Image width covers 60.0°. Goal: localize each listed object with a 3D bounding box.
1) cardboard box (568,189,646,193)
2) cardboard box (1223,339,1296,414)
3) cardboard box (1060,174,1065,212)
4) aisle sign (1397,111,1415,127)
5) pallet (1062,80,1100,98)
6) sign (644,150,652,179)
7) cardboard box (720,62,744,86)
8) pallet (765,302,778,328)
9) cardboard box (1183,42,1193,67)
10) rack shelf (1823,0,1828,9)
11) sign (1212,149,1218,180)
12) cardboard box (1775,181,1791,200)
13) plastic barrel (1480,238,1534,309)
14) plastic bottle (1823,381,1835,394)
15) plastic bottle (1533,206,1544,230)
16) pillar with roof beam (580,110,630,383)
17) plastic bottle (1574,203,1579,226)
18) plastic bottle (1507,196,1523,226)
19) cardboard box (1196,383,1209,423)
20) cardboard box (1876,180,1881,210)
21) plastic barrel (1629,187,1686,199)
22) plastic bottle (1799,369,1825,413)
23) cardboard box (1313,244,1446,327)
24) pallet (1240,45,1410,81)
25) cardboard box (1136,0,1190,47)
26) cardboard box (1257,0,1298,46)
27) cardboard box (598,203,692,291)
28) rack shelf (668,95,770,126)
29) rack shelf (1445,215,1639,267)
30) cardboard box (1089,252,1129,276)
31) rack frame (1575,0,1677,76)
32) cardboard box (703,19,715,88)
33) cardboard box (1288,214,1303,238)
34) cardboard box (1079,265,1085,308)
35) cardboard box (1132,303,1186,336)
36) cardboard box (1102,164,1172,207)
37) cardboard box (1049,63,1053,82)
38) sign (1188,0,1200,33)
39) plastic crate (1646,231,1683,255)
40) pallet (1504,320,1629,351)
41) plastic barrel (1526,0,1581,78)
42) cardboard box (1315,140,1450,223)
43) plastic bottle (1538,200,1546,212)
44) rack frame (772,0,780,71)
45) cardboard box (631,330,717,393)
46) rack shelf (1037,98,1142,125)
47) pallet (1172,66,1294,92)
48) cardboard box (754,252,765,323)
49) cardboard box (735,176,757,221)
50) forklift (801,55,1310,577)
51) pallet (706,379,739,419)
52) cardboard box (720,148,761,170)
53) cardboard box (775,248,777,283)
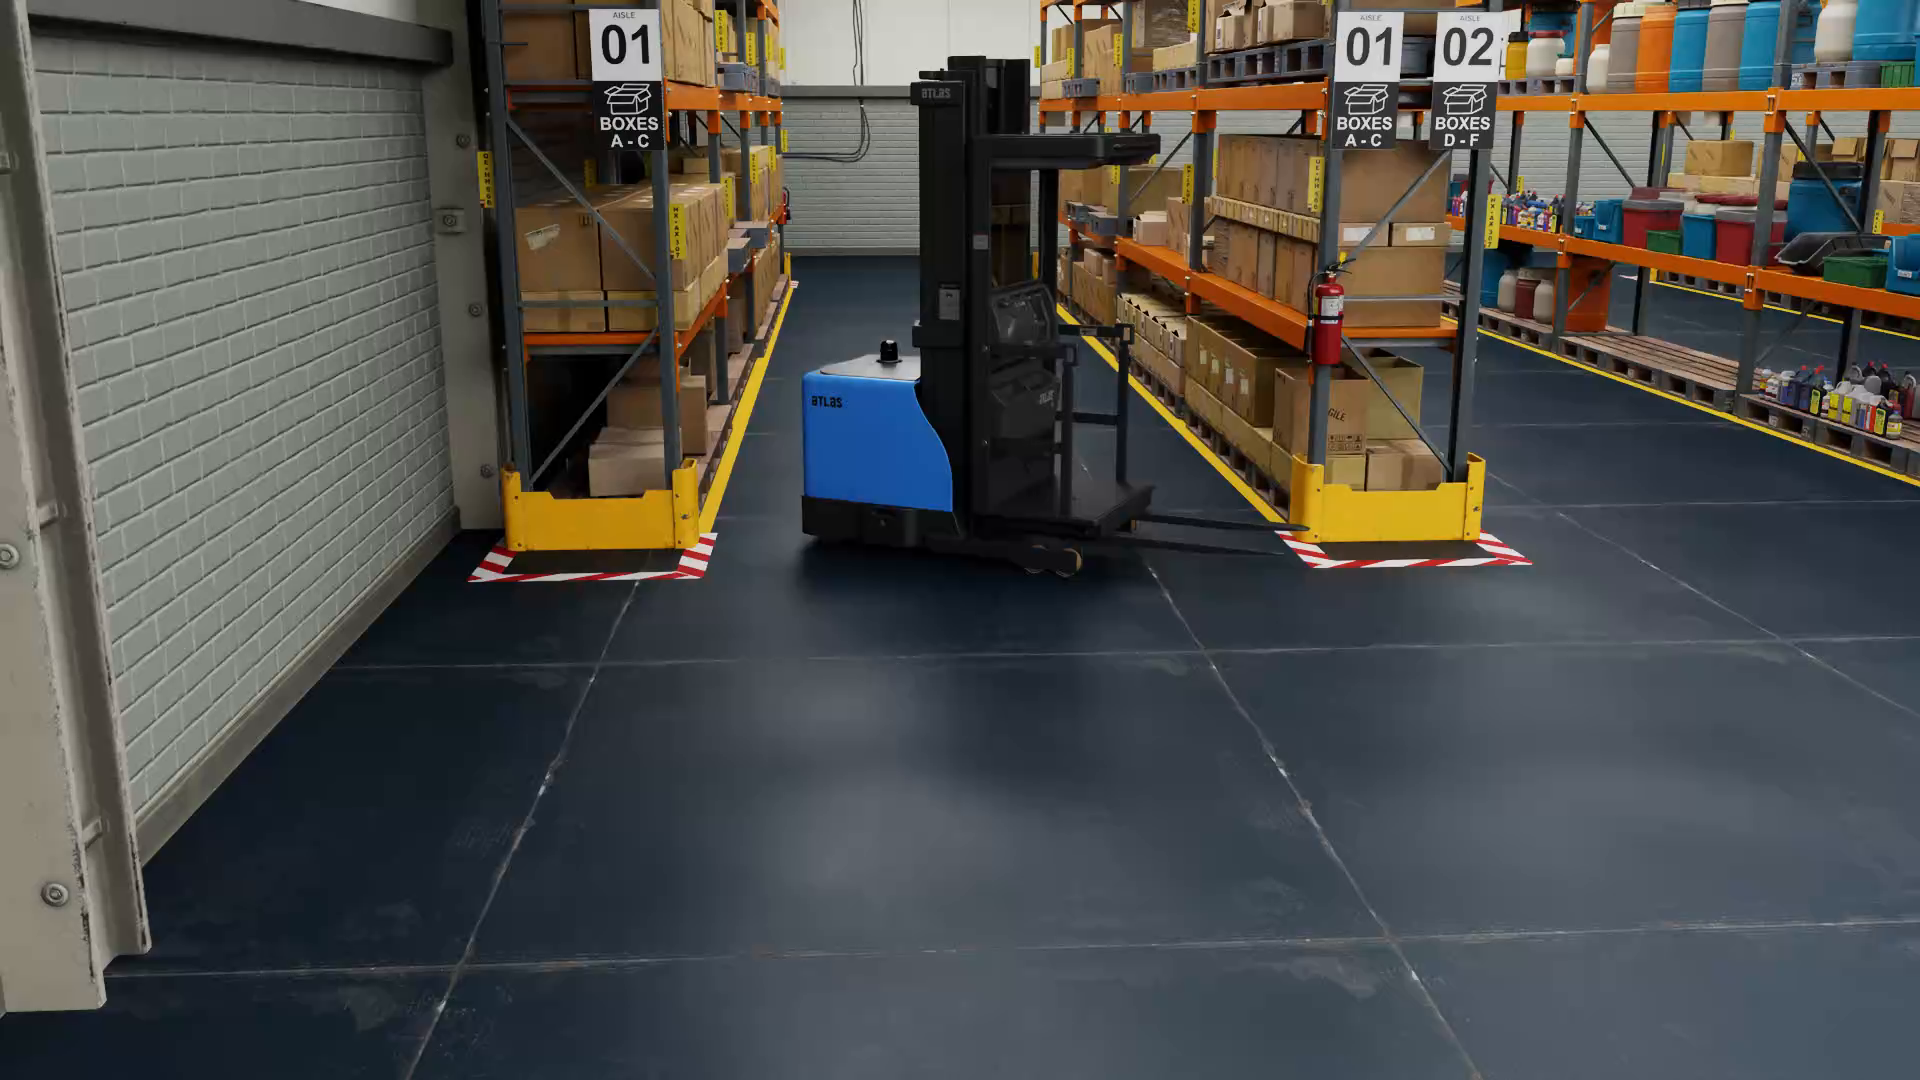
[{"bbox_3d":[-2.605,-2.337,12.347,0.500,0.500,0.500,0,14,-2],"label":"cardboard box"},{"bbox_3d":[2.276,-1.229,12.454,0.500,0.500,0.500,-1,14,-3],"label":"cardboard box"},{"bbox_3d":[1.649,-4.774,22.860,0.500,0.500,0.500,0,14,-2],"label":"cardboard box"},{"bbox_3d":[6.953,-6.829,25.830,0.394,0.787,0.004,-1,14,-3],"label":"aisle sign"},{"bbox_3d":[1.939,-5.675,20.922,1.213,0.211,1.003,-1,14,-3],"label":"pallet"},{"bbox_3d":[-3.281,-3.956,17.559,0.100,0.325,0.005,-1,14,-3],"label":"sign"},{"bbox_3d":[-2.413,-4.649,16.694,0.500,0.311,0.500,-1,14,-3],"label":"cardboard box"},{"bbox_3d":[-2.852,-2.858,21.212,1.003,0.211,1.213,-1,14,-3],"label":"pallet"},{"bbox_3d":[2.407,-4.547,15.618,0.500,0.250,0.500,-2,15,-8],"label":"cardboard box"},{"bbox_3d":[11.980,-6.495,19.956,1.077,0.370,4.000,-1,14,-3],"label":"rack shelf"},{"bbox_3d":[2.771,-4.052,17.932,0.100,0.325,0.005,-1,14,-3],"label":"sign"},{"bbox_3d":[11.567,-4.806,22.890,0.500,0.250,0.500,-1,14,-4],"label":"cardboard box"},{"bbox_3d":[6.974,-3.428,21.198,0.600,0.901,0.708,-1,14,-3],"label":"plastic barrel"},{"bbox_3d":[7.103,-1.165,13.625,0.097,0.271,0.097,0,14,0],"label":"plastic bottle"},{"bbox_3d":[6.695,-3.724,19.239,0.097,0.271,0.097,0,14,0],"label":"plastic bottle"},{"bbox_3d":[0.787,-6.040,15.942,9.100,9.000,0.400,-1,14,-3],"label":"pillar with roof beam"},{"bbox_3d":[7.405,-3.924,20.018,0.097,0.271,0.097,0,14,0],"label":"plastic bottle"},{"bbox_3d":[6.671,-3.952,19.966,0.144,0.351,0.185,-1,14,-3],"label":"plastic bottle"},{"bbox_3d":[2.217,-1.115,13.514,0.500,0.250,0.500,-1,14,-3],"label":"cardboard box"},{"bbox_3d":[11.698,-4.310,21.056,0.500,0.500,0.500,-1,14,-5],"label":"cardboard box"},{"bbox_3d":[7.492,-3.513,17.886,0.600,0.536,0.708,-1,14,-3],"label":"plastic barrel"},{"bbox_3d":[7.056,-1.239,13.755,0.144,0.351,0.185,-1,15,-6],"label":"plastic bottle"},{"bbox_3d":[2.696,-1.657,10.747,0.700,0.500,0.500,-1,14,-3],"label":"cardboard box"},{"bbox_3d":[2.616,-3.383,11.812,1.003,0.211,1.213,-1,14,-3],"label":"pallet"},{"bbox_3d":[2.196,-5.576,17.951,0.500,0.500,0.500,-1,14,-3],"label":"cardboard box"},{"bbox_3d":[2.344,-3.594,11.510,0.500,0.311,0.500,1,14,3],"label":"cardboard box"},{"bbox_3d":[-1.961,-1.839,10.409,0.500,0.500,0.500,-1,14,-3],"label":"cardboard box"},{"bbox_3d":[-2.851,-5.006,19.388,1.077,0.370,4.000,-1,14,-3],"label":"rack shelf"},{"bbox_3d":[7.037,-3.707,20.357,1.077,0.370,4.000,-1,14,-3],"label":"rack shelf"},{"bbox_3d":[1.849,-3.345,20.136,0.500,0.250,0.500,-1,14,-4],"label":"cardboard box"},{"bbox_3d":[7.161,-6.463,17.586,1.000,3.000,0.127,-1,14,-3],"label":"rack frame"},{"bbox_3d":[-2.201,-3.798,13.008,0.500,0.500,0.500,0,14,-2],"label":"cardboard box"},{"bbox_3d":[2.452,-2.138,11.315,0.380,0.149,0.250,-1,14,-3],"label":"cardboard box"},{"bbox_3d":[1.800,-3.223,21.166,0.500,0.500,0.500,-1,14,-3],"label":"cardboard box"},{"bbox_3d":[2.026,-2.233,16.736,0.500,0.311,0.500,-1,14,-5],"label":"cardboard box"},{"bbox_3d":[2.140,-4.290,20.138,0.700,0.500,0.500,-5,15,-18],"label":"cardboard box"},{"bbox_3d":[1.555,-6.713,23.877,0.500,0.250,0.500,-1,14,-3],"label":"cardboard box"},{"bbox_3d":[1.924,-4.332,13.654,0.100,0.325,0.005,-1,14,-3],"label":"sign"},{"bbox_3d":[7.019,-2.889,16.160,0.450,0.188,0.662,-1,14,-3],"label":"plastic crate"},{"bbox_3d":[7.070,-2.403,19.441,1.003,0.211,1.213,-1,14,-3],"label":"pallet"},{"bbox_3d":[7.172,-6.029,20.071,0.600,0.901,0.708,-1,14,-3],"label":"plastic barrel"},{"bbox_3d":[2.693,-2.299,10.636,0.700,0.500,0.500,-1,14,-3],"label":"cardboard box"},{"bbox_3d":[7.213,-4.083,20.634,0.097,0.271,0.097,0,14,0],"label":"plastic bottle"},{"bbox_3d":[-3.223,-8.300,24.725,1.000,3.000,0.127,-1,14,-3],"label":"rack frame"},{"bbox_3d":[-2.541,-1.595,14.840,0.700,0.500,0.500,0,14,-2],"label":"cardboard box"},{"bbox_3d":[1.845,-6.079,23.556,1.077,0.370,4.000,-1,14,-3],"label":"rack shelf"},{"bbox_3d":[2.397,-4.067,14.676,0.805,0.209,1.217,-1,15,-6],"label":"pallet"},{"bbox_3d":[-2.690,-2.970,19.521,0.750,0.750,0.750,-1,14,-4],"label":"cardboard box"},{"bbox_3d":[-2.502,-3.732,18.172,0.500,0.500,0.500,0,14,-2],"label":"cardboard box"},{"bbox_3d":[0.573,-1.355,9.912,3.031,2.935,1.130,6,16,23],"label":"forklift"},{"bbox_3d":[-2.529,-1.253,14.973,1.003,0.211,1.213,-1,14,-3],"label":"pallet"},{"bbox_3d":[-2.605,-4.472,19.544,0.500,0.250,0.500,-1,14,-5],"label":"cardboard box"},{"bbox_3d":[-3.017,-3.965,24.091,0.700,0.500,0.500,-1,14,-5],"label":"cardboard box"}]
